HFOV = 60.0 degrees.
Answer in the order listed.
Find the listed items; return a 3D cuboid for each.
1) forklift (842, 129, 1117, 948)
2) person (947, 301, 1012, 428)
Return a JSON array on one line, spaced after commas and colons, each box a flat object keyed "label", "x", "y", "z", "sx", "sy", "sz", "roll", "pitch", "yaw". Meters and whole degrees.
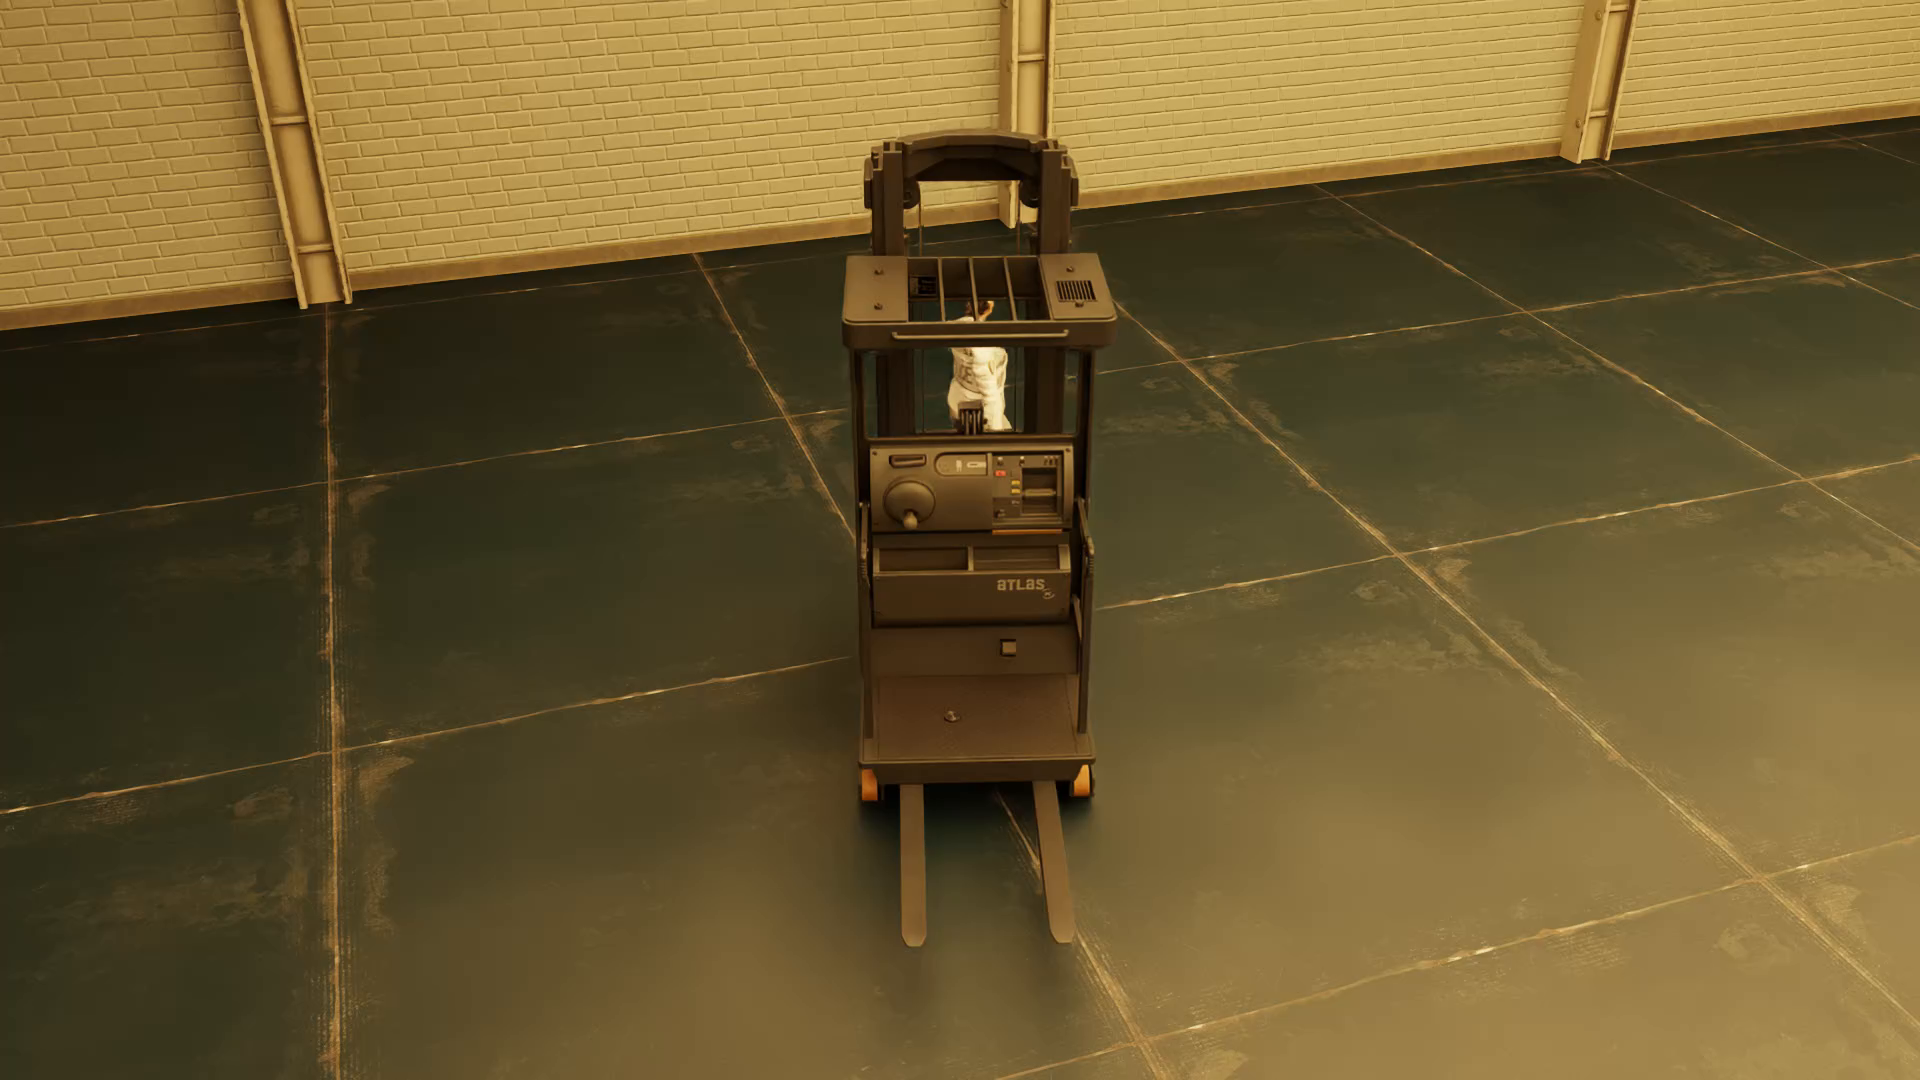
[{"label": "forklift", "x": 0.064, "y": -0.194, "z": 7.424, "sx": 1.130, "sy": 2.935, "sz": 3.031, "roll": -1, "pitch": 30, "yaw": -2}, {"label": "person", "x": 0.180, "y": -0.761, "z": 9.708, "sx": 0.603, "sy": 1.643, "sz": 0.615, "roll": -14, "pitch": 33, "yaw": -23}]
